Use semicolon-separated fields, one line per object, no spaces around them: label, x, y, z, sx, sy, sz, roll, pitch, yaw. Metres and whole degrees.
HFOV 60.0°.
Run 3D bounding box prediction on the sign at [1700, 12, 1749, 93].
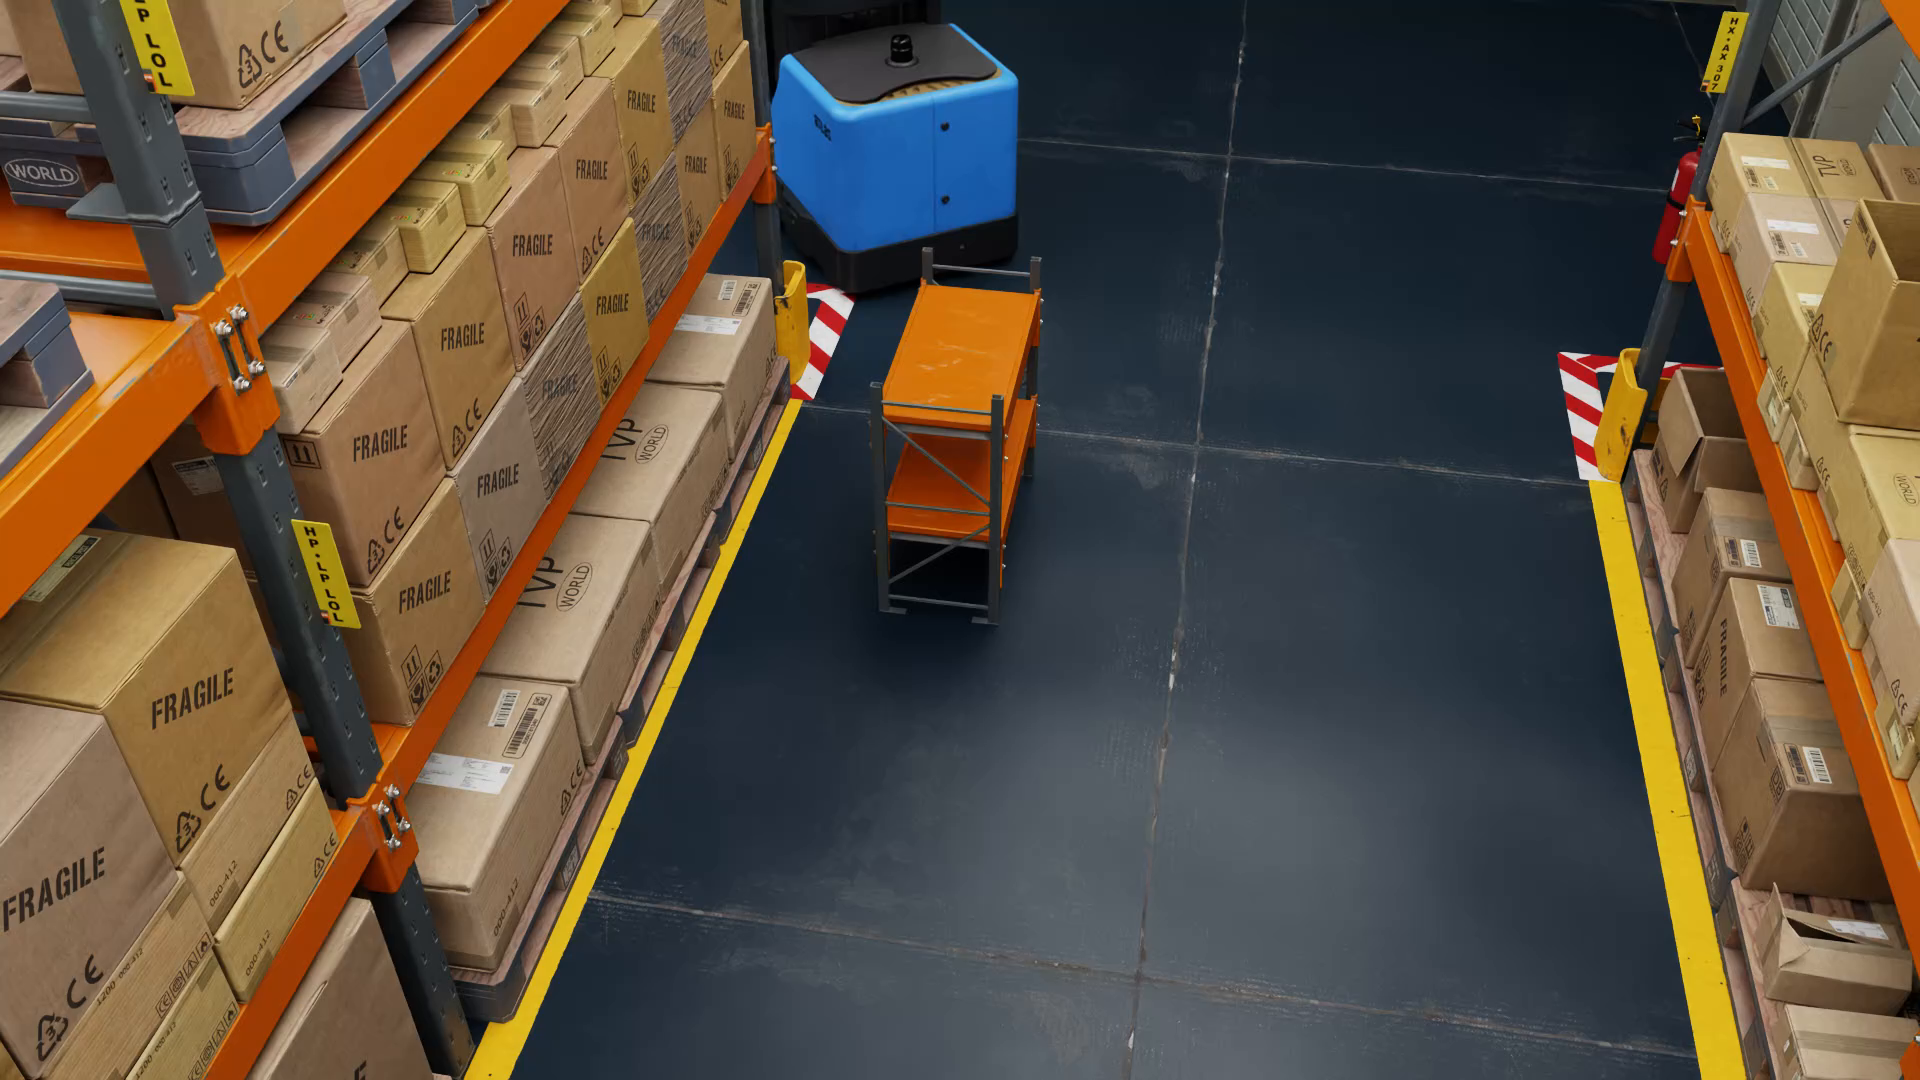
sign;3.005;-1.913;6.530;0.100;0.325;0.005;6;40;8

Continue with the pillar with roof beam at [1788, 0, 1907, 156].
pillar with roof beam;0.653;-5.899;7.323;9.100;9.000;0.400;6;40;8

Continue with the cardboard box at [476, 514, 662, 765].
cardboard box;-1.674;0.327;6.181;0.875;0.438;0.875;5;40;6

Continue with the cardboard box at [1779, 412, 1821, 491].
cardboard box;2.915;-0.276;5.427;0.380;0.149;0.250;7;40;9

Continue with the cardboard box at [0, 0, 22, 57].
cardboard box;-2.247;-1.295;3.806;0.396;0.266;0.258;8;40;9

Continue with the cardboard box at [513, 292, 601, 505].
cardboard box;-1.520;-0.485;5.404;0.500;0.500;0.500;7;40;8

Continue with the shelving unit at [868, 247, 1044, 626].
shelving unit;0.001;-0.438;6.897;0.538;1.125;1.048;6;40;8

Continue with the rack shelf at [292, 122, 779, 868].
rack shelf;-1.697;-0.532;6.104;1.077;0.370;4.000;6;40;8

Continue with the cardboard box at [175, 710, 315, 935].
cardboard box;-1.879;0.614;3.878;0.500;0.250;0.500;6;40;8

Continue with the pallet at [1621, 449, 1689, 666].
pallet;3.389;0.103;6.960;1.003;0.211;1.213;6;40;8

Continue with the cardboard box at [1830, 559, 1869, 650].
cardboard box;2.787;0.203;4.848;0.380;0.149;0.250;6;40;7

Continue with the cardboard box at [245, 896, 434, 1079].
cardboard box;-2.071;1.501;4.419;0.875;0.875;0.875;8;40;9

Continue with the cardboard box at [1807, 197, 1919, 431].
cardboard box;2.936;-0.669;5.001;0.500;0.500;0.500;7;40;9

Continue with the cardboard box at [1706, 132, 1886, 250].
cardboard box;3.195;-1.321;6.378;0.500;0.250;0.500;7;40;8

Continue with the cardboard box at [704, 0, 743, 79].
cardboard box;-1.199;-2.160;6.645;0.500;0.500;0.500;8;40;9

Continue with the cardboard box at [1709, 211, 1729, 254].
cardboard box;3.212;-1.247;6.601;0.380;0.149;0.250;6;40;7

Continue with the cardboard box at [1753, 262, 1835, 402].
cardboard box;3.024;-0.687;5.611;0.500;0.250;0.500;6;40;7

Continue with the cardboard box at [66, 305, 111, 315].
cardboard box;-2.303;-0.457;4.076;0.380;0.149;0.250;6;40;7

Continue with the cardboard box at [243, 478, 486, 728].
cardboard box;-1.704;0.142;4.646;0.500;0.500;0.500;8;40;9

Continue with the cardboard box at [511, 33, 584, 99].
cardboard box;-1.446;-1.522;5.364;0.380;0.149;0.250;8;40;9

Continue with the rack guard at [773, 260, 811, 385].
rack guard;-1.346;-1.116;8.208;1.175;0.500;0.348;6;40;8

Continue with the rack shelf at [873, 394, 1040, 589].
rack shelf;0.001;-0.249;7.053;0.538;0.278;1.000;6;40;8

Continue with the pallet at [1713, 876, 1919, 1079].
pallet;2.967;1.635;5.107;1.003;0.211;1.213;6;40;8

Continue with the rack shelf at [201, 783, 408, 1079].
rack shelf;-2.389;1.978;3.068;1.077;0.370;4.000;6;40;8

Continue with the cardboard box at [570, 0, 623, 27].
cardboard box;-1.396;-1.848;5.759;0.380;0.149;0.250;6;40;7

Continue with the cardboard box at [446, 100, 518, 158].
cardboard box;-1.561;-1.205;4.981;0.380;0.149;0.250;6;40;8

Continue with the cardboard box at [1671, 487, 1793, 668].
cardboard box;3.154;0.187;6.301;0.700;0.500;0.500;8;40;9

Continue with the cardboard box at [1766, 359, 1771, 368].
cardboard box;3.058;-0.594;5.812;0.380;0.149;0.250;7;40;8

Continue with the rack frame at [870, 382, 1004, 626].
rack frame;-0.087;-0.119;6.511;0.500;1.125;0.032;6;40;8

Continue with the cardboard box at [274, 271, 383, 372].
cardboard box;-1.704;-0.560;4.201;0.380;0.149;0.250;7;40;8

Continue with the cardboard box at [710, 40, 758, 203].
cardboard box;-1.173;-1.771;6.960;0.500;0.500;0.500;7;40;8

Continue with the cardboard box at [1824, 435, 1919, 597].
cardboard box;2.866;-0.040;4.829;0.500;0.250;0.500;6;40;7

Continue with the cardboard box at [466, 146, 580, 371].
cardboard box;-1.528;-0.887;5.106;0.500;0.500;0.500;7;40;9

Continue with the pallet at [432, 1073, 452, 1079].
pallet;-2.102;2.013;4.650;1.003;0.211;1.213;6;40;8

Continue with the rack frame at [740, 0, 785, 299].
rack frame;-1.350;-2.065;7.393;1.000;3.000;0.127;6;40;8

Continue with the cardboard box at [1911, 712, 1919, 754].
cardboard box;2.695;0.587;4.070;0.500;0.250;0.500;7;40;9

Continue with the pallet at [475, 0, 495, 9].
pallet;-1.677;-1.952;4.972;1.003;0.211;1.213;6;40;8

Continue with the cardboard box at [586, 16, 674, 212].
cardboard box;-1.350;-1.518;5.869;0.500;0.500;0.500;6;40;7

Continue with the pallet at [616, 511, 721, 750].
pallet;-1.625;0.284;6.741;1.003;0.211;1.213;6;40;8

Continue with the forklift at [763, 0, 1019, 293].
forklift;-0.777;-3.357;9.011;1.130;2.935;3.031;-17;42;-19

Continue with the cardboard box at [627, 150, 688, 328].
cardboard box;-1.354;-1.134;6.189;0.500;0.500;0.500;7;40;9

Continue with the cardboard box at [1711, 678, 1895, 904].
cardboard box;2.974;0.839;5.513;0.700;0.500;0.500;5;40;6

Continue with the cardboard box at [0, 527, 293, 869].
cardboard box;-1.873;0.330;3.634;0.500;0.500;0.500;8;40;9

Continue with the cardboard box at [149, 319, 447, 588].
cardboard box;-1.722;-0.250;4.336;0.500;0.500;0.500;7;40;8

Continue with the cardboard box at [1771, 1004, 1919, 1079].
cardboard box;2.654;1.546;4.934;0.380;0.149;0.250;5;40;6

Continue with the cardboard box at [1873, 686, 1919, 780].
cardboard box;2.698;0.528;4.454;0.380;0.149;0.250;7;40;9

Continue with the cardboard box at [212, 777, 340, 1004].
cardboard box;-1.872;0.813;4.031;0.500;0.250;0.500;5;40;7

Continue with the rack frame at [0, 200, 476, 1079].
rack frame;-2.043;0.446;4.357;1.000;3.000;0.127;6;40;8

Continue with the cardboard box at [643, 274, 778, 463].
cardboard box;-1.366;-0.814;7.561;0.875;0.438;0.875;5;40;6

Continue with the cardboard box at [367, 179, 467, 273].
cardboard box;-1.598;-0.875;4.582;0.380;0.149;0.250;6;40;7

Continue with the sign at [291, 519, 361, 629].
sign;-1.506;0.084;3.948;0.100;0.325;0.005;6;40;8
